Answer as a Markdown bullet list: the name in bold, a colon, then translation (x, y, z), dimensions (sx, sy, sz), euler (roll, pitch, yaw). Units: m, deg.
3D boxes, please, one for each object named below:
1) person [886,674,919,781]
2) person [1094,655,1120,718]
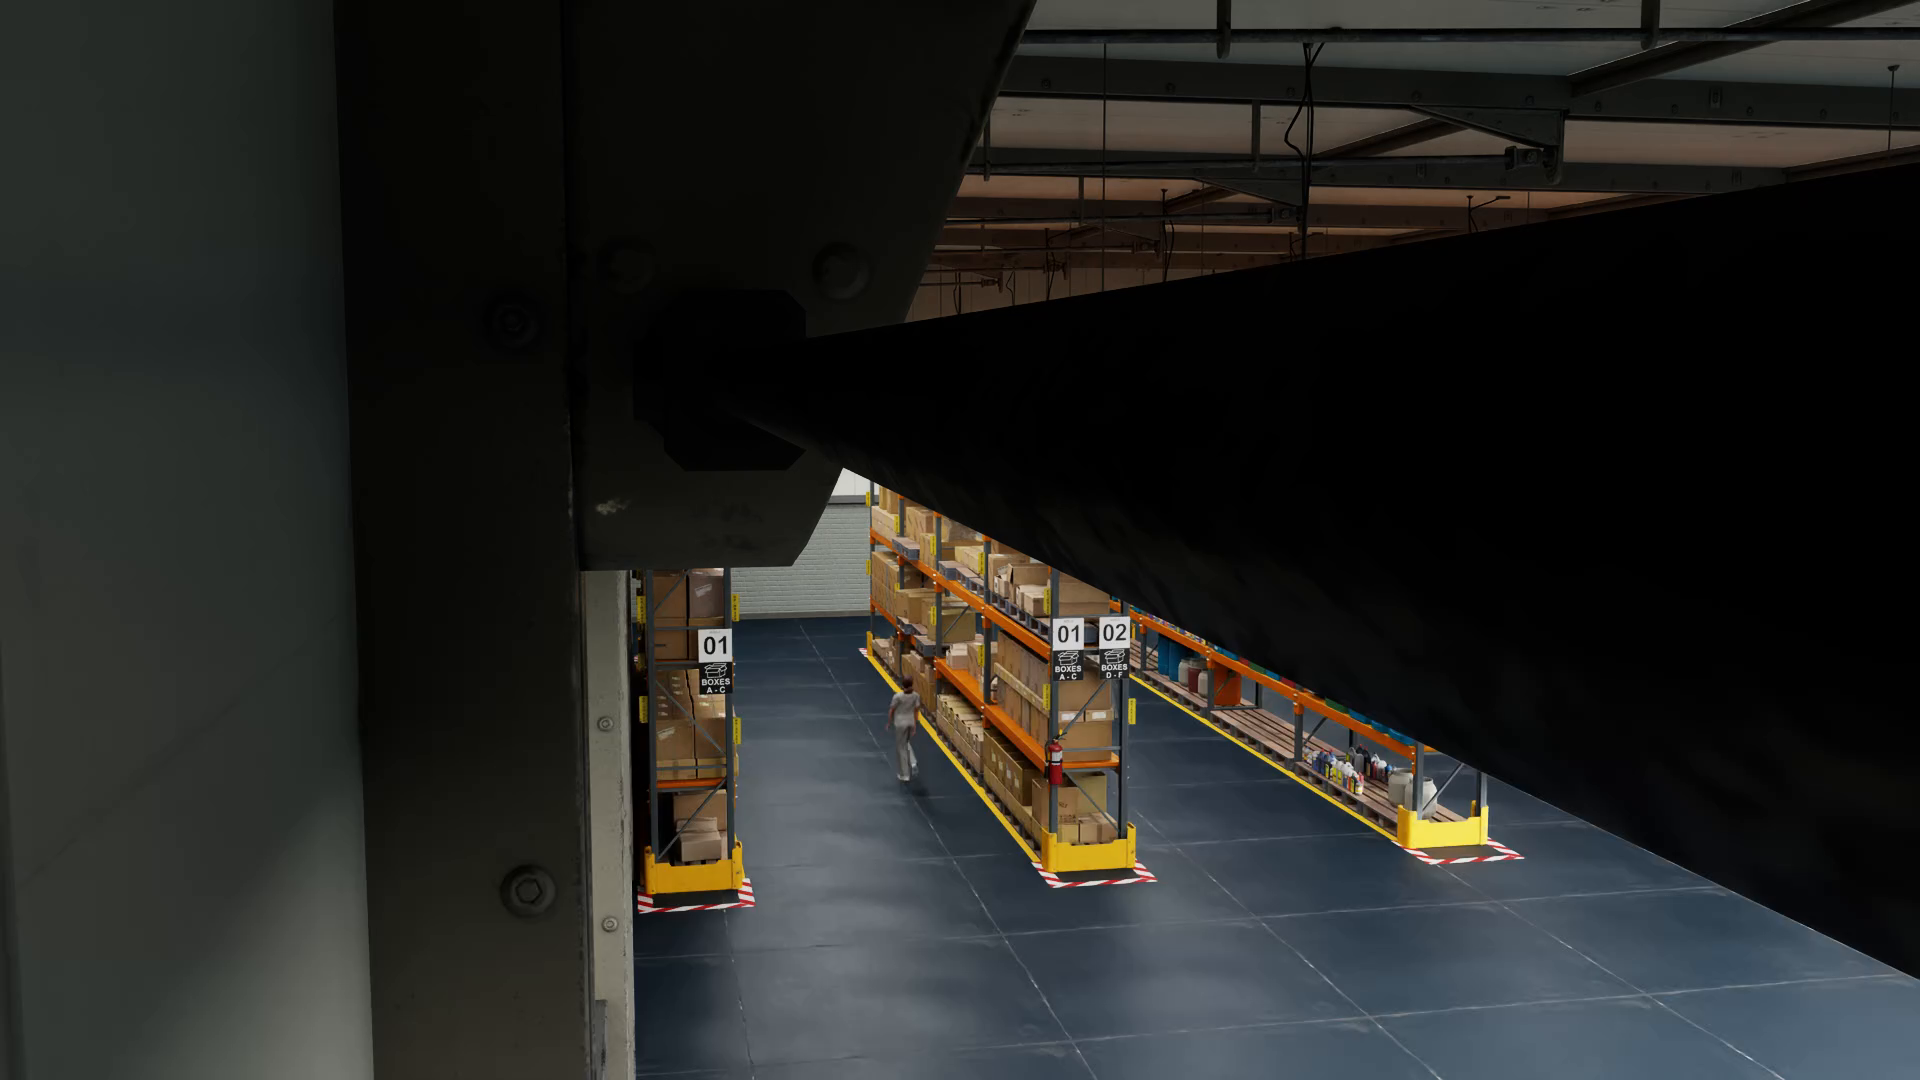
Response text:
- **person**: translation (-0.867, 2.843, 25.374), dimensions (0.500, 1.658, 0.454), euler (6, 8, 45)
- **person**: translation (2.788, 2.310, 30.090), dimensions (0.606, 1.703, 0.967), euler (-1, 6, -13)
